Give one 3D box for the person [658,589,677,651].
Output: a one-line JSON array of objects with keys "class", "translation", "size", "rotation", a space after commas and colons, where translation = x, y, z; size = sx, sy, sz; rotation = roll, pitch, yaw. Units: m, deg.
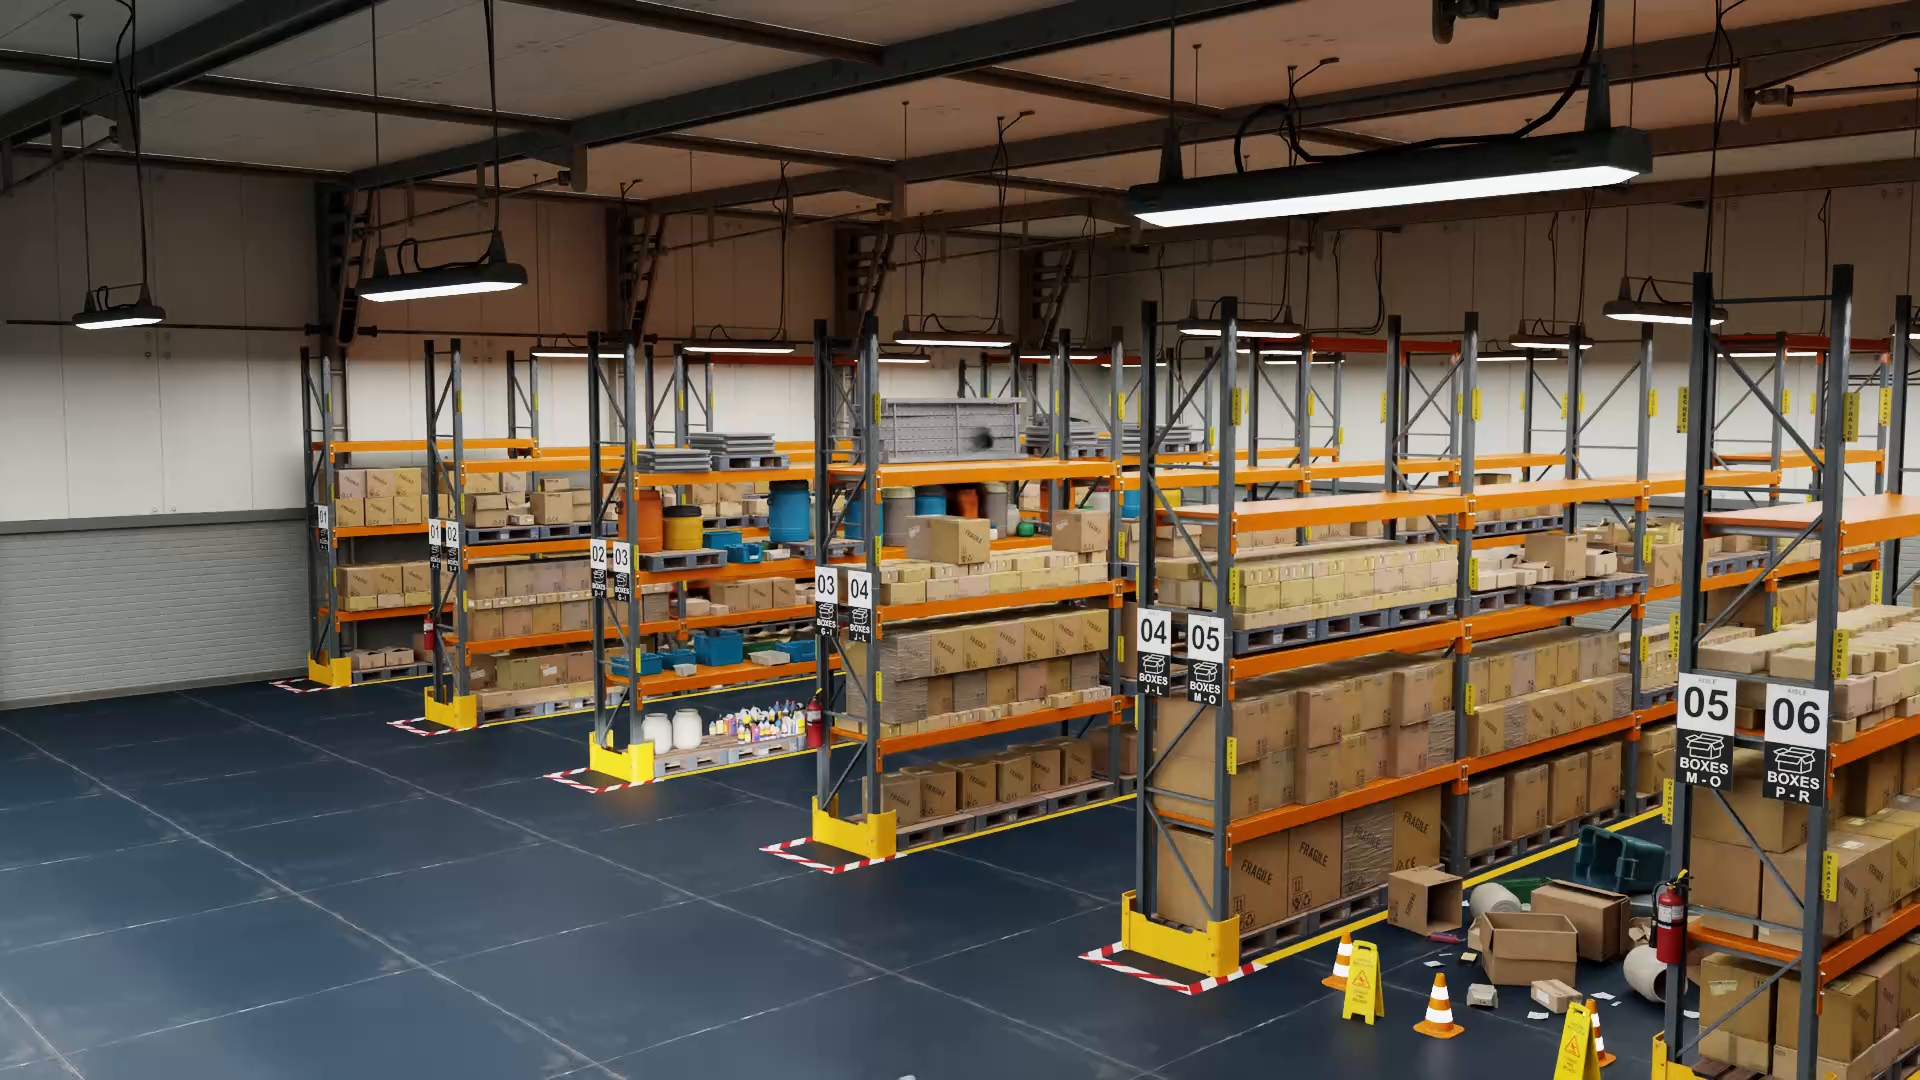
[{"class": "person", "translation": [-5.636, 1.533, 31.509], "size": [0.608, 1.764, 0.909], "rotation": [4, 6, 39]}]
